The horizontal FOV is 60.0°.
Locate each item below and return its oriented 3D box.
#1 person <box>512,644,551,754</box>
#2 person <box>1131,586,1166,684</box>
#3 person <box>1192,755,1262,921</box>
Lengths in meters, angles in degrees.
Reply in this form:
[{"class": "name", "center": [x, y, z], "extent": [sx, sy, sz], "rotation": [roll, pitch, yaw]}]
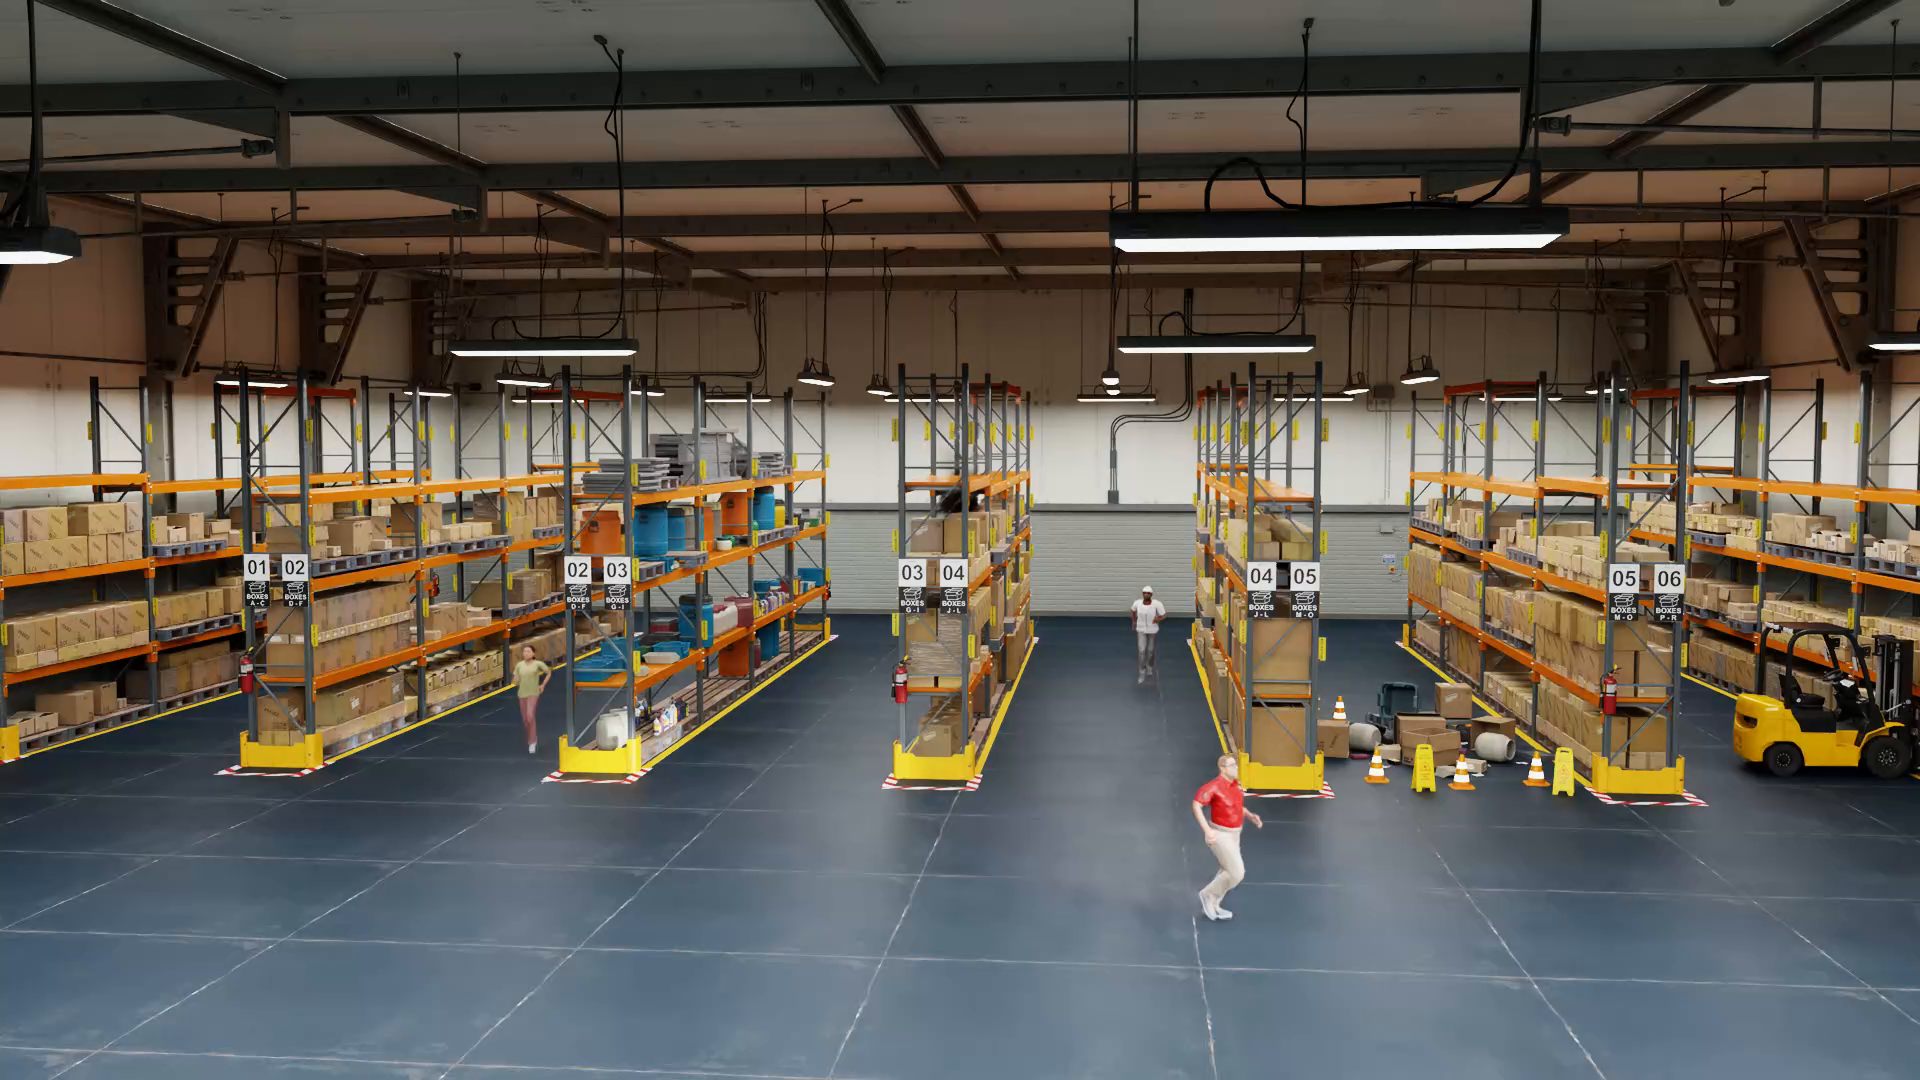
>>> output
[{"class": "person", "center": [-6.769, 2.491, 26.152], "extent": [0.558, 1.705, 0.670], "rotation": [0, 4, 7]}, {"class": "person", "center": [3.614, 1.801, 31.926], "extent": [0.680, 1.850, 0.763], "rotation": [0, 4, 8]}, {"class": "person", "center": [2.775, 3.058, 17.084], "extent": [0.597, 1.689, 0.668], "rotation": [2, 4, 33]}]
